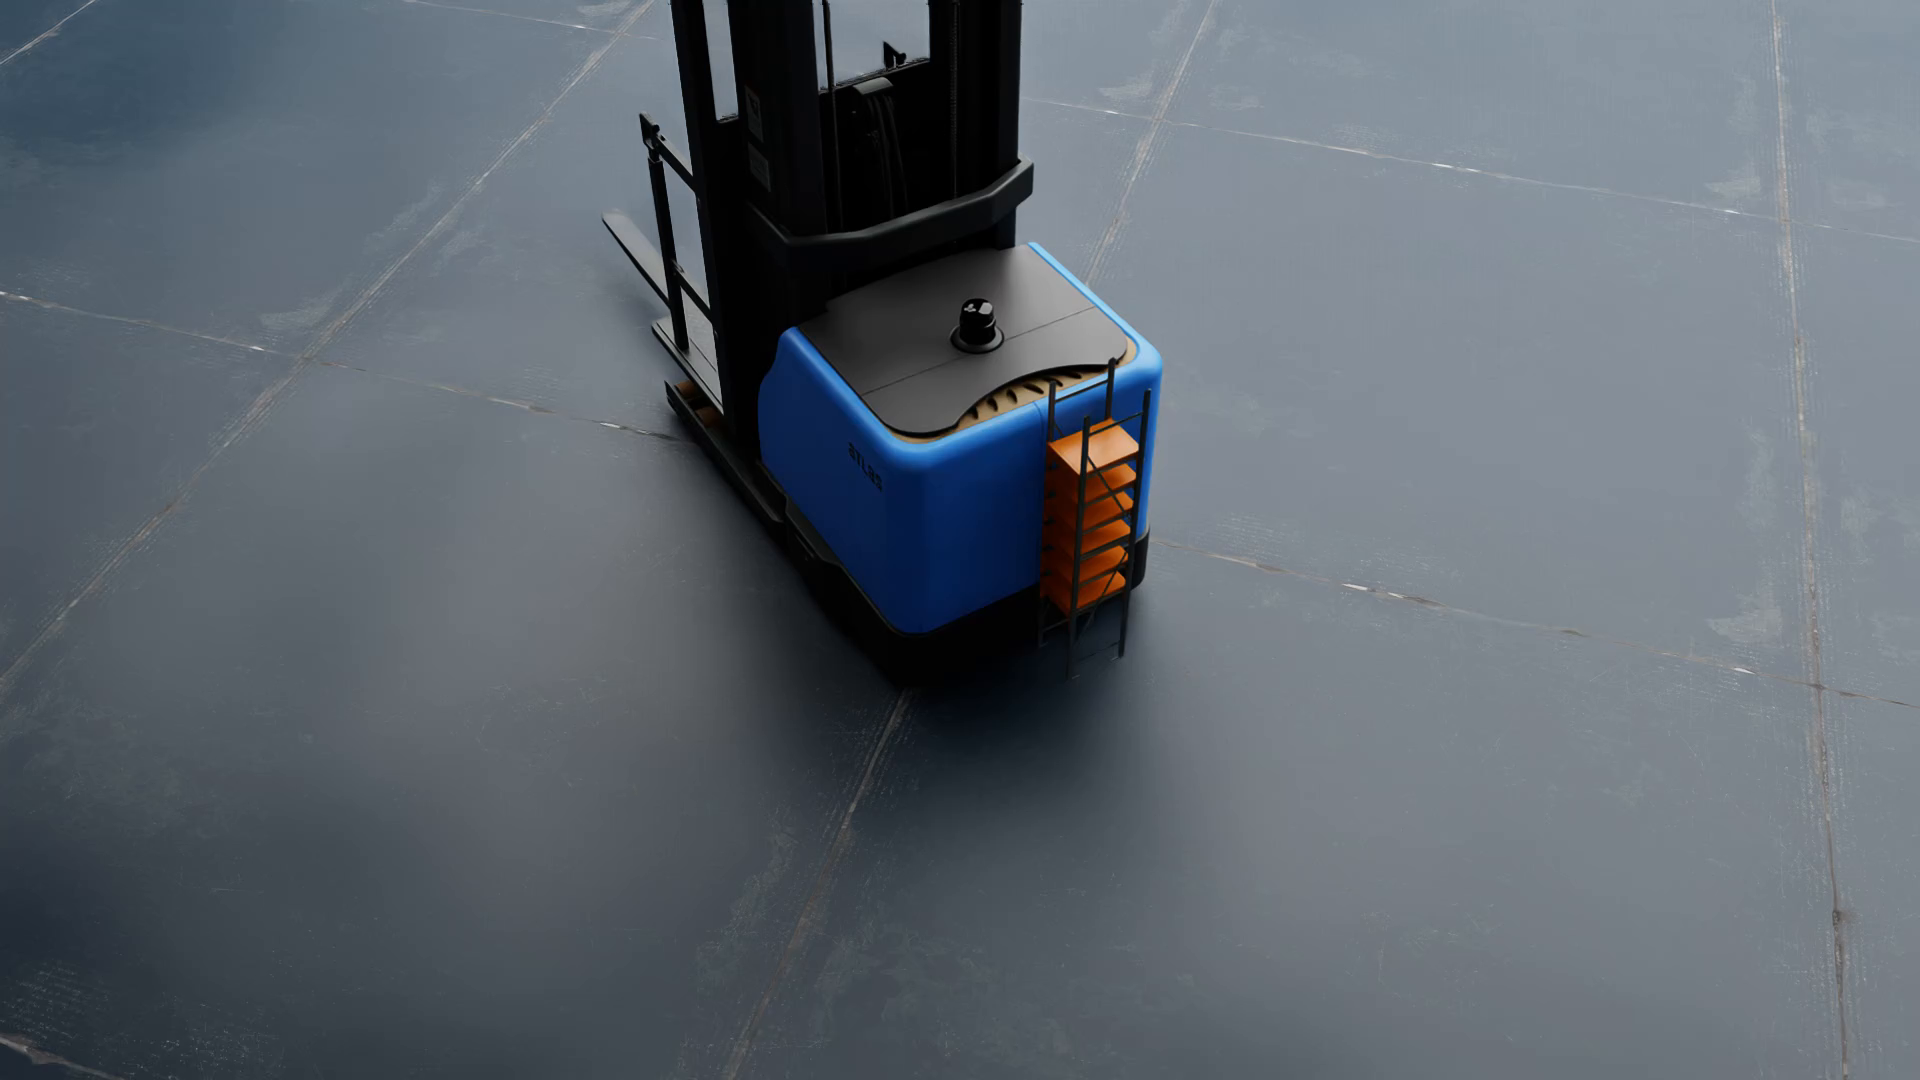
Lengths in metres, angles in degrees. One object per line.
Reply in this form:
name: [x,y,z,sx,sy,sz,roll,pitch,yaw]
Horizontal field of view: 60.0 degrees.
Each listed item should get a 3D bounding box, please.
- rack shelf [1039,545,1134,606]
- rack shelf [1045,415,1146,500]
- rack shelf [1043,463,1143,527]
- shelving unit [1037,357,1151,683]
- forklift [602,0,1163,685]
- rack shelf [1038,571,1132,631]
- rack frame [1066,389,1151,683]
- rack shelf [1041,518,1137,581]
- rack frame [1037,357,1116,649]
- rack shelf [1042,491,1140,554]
rack shelf: [0.422,0.083,5.542,0.258,0.103,0.180,-23,49,-22]
rack shelf: [0.422,-0.260,5.206,0.258,0.103,0.180,-23,49,-22]
rack shelf: [0.422,-0.174,5.290,0.258,0.103,0.180,-23,49,-22]
shelving unit: [0.422,-0.034,5.427,0.258,1.200,0.189,-23,49,-22]
forklift: [-0.526,-1.571,5.760,1.130,2.935,3.031,-23,49,-22]
rack shelf: [0.422,0.169,5.626,0.258,0.103,0.180,-23,49,-22]
rack frame: [0.470,0.020,5.371,0.240,1.200,0.006,-23,49,-22]
rack shelf: [0.422,-0.003,5.458,0.258,0.103,0.180,-23,49,-22]
rack frame: [0.374,-0.089,5.483,0.240,1.200,0.006,-23,49,-22]
rack shelf: [0.422,-0.088,5.374,0.258,0.103,0.180,-23,49,-22]
